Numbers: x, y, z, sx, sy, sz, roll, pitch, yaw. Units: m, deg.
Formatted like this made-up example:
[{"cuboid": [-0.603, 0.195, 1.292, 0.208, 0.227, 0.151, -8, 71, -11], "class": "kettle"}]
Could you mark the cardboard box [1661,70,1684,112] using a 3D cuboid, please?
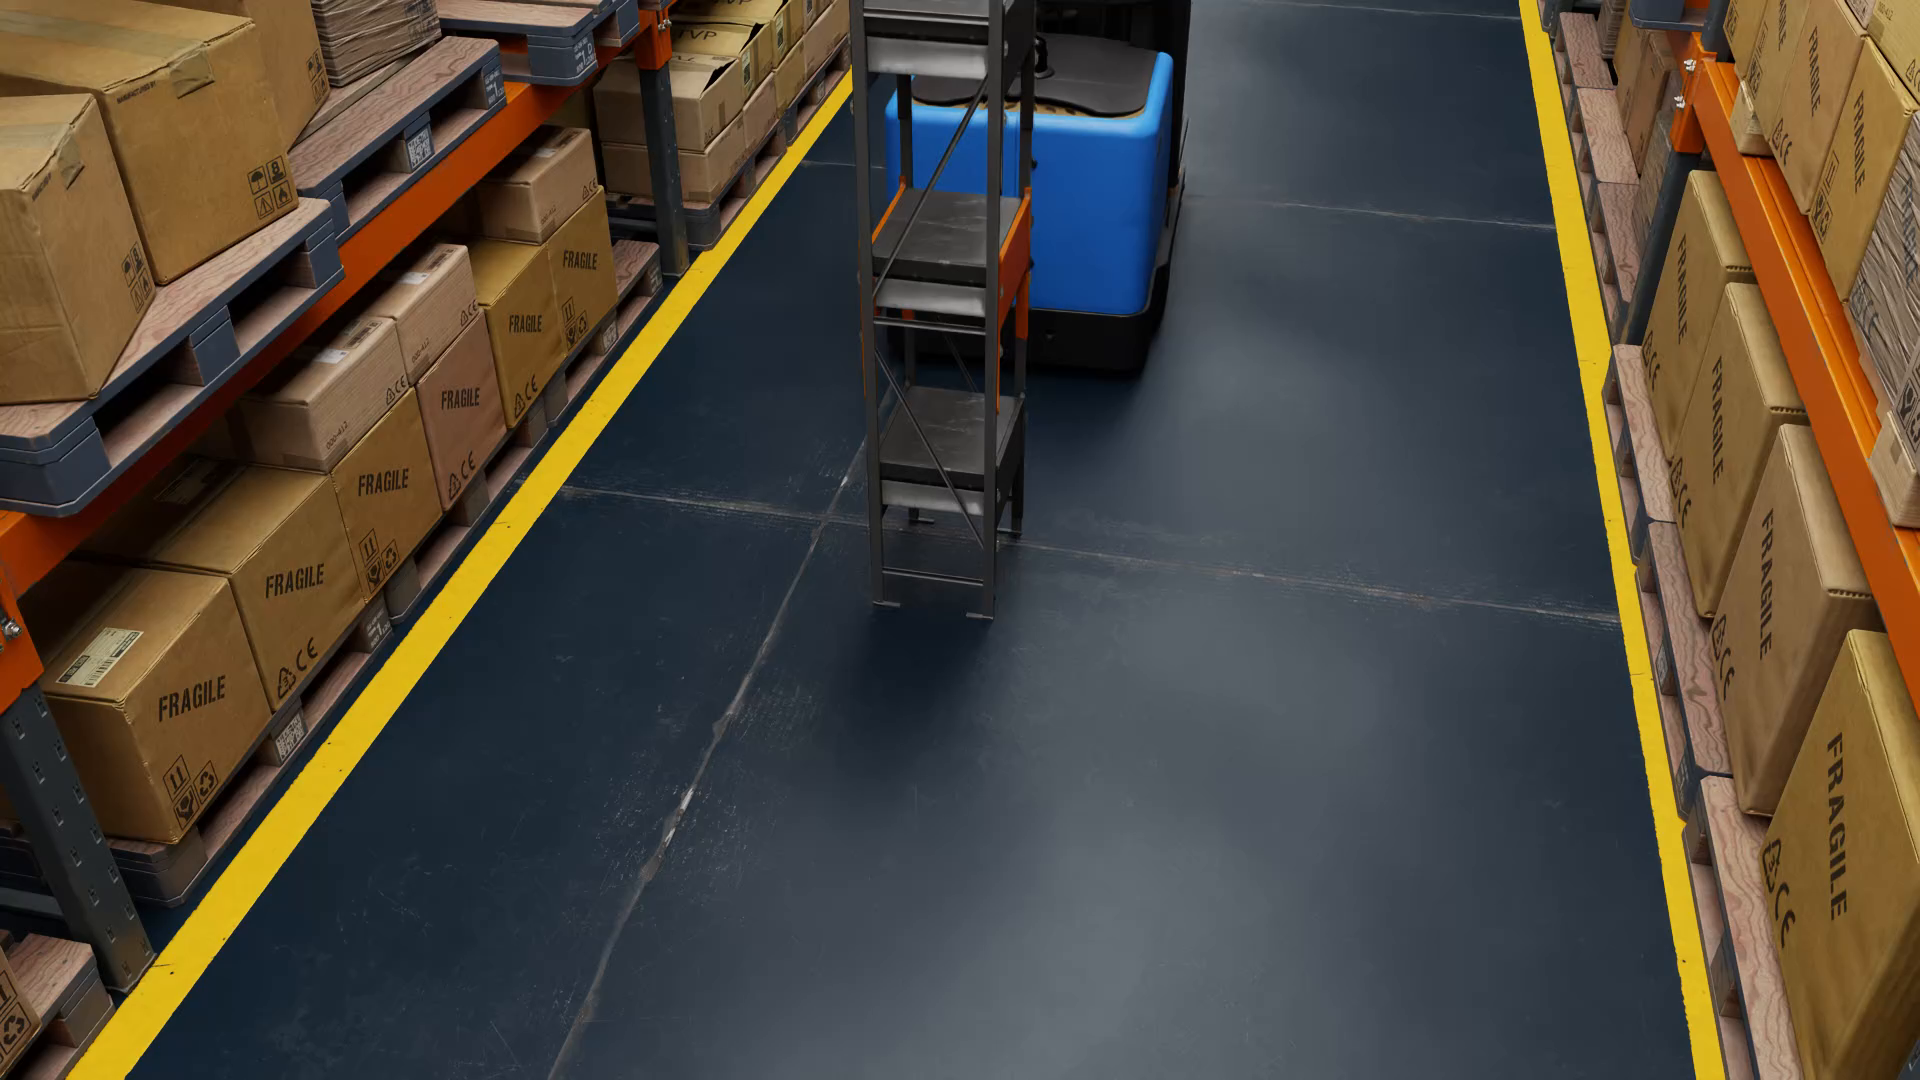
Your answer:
[{"cuboid": [3.460, -1.710, 7.308, 0.700, 0.500, 0.500, 7, 37, 10], "class": "cardboard box"}]

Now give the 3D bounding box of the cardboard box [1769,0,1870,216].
[{"cuboid": [2.552, -1.183, 4.470, 0.500, 0.500, 0.500, 7, 37, 10], "class": "cardboard box"}]

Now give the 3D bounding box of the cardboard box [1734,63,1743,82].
[{"cuboid": [2.837, -1.590, 5.585, 0.380, 0.149, 0.250, 7, 36, 9], "class": "cardboard box"}]

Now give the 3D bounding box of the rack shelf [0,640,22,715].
[{"cuboid": [-2.988, 1.269, 2.056, 1.077, 0.370, 4.000, 7, 37, 10], "class": "rack shelf"}]

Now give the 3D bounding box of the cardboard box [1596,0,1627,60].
[{"cuboid": [3.847, -2.879, 8.921, 0.700, 0.500, 0.500, 9, 37, 12], "class": "cardboard box"}]

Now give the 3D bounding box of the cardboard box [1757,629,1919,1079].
[{"cuboid": [2.291, 0.761, 3.618, 0.750, 0.750, 0.750, 8, 37, 11], "class": "cardboard box"}]

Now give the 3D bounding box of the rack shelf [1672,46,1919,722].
[{"cuboid": [2.706, -0.406, 4.367, 1.077, 0.370, 4.000, 7, 37, 10], "class": "rack shelf"}]

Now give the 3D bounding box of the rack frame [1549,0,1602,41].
[{"cuboid": [3.988, -4.137, 8.902, 1.000, 3.000, 0.127, 7, 37, 10], "class": "rack frame"}]

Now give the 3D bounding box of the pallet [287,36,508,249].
[{"cuboid": [-2.118, -1.269, 5.109, 1.003, 0.211, 1.213, 7, 37, 10], "class": "pallet"}]

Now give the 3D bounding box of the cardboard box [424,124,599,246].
[{"cuboid": [-1.685, -1.334, 6.150, 0.500, 0.250, 0.500, 9, 37, 12], "class": "cardboard box"}]

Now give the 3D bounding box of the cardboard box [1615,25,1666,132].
[{"cuboid": [3.637, -2.289, 8.107, 0.700, 0.500, 0.500, 8, 37, 10], "class": "cardboard box"}]

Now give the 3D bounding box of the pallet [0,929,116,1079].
[{"cuboid": [-2.709, 1.354, 3.703, 1.003, 0.211, 1.213, 7, 37, 10], "class": "pallet"}]

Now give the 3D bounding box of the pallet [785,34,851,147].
[{"cuboid": [-1.230, -2.498, 9.016, 1.003, 0.211, 1.213, 7, 37, 10], "class": "pallet"}]

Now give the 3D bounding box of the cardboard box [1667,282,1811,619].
[{"cuboid": [2.655, -0.237, 4.994, 0.750, 0.750, 0.750, 7, 37, 10], "class": "cardboard box"}]

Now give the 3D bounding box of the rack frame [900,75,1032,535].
[{"cuboid": [0.017, -0.895, 5.196, 0.400, 2.100, 0.015, 7, 37, 10], "class": "rack frame"}]

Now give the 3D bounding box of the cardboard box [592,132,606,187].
[{"cuboid": [-1.833, -1.851, 7.733, 0.500, 0.250, 0.500, 8, 37, 11], "class": "cardboard box"}]

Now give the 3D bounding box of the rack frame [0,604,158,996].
[{"cuboid": [-2.561, -0.169, 3.427, 1.000, 3.000, 0.127, 7, 37, 10], "class": "rack frame"}]

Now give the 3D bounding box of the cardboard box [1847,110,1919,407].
[{"cuboid": [2.346, -0.596, 3.661, 0.500, 0.500, 0.500, 7, 37, 10], "class": "cardboard box"}]

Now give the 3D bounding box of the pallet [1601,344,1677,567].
[{"cuboid": [2.891, -0.272, 5.945, 1.003, 0.211, 1.213, 7, 37, 10], "class": "pallet"}]

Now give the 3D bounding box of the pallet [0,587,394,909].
[{"cuboid": [-2.424, 0.489, 4.896, 1.003, 0.211, 1.213, 7, 37, 10], "class": "pallet"}]

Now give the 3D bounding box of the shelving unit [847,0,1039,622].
[{"cuboid": [-0.035, -0.755, 5.003, 0.431, 2.100, 0.503, 7, 37, 10], "class": "shelving unit"}]

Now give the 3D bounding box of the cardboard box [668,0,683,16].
[{"cuboid": [-1.620, -2.665, 8.378, 0.500, 0.311, 0.500, 7, 37, 10], "class": "cardboard box"}]

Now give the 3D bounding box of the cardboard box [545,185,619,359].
[{"cuboid": [-1.677, -1.063, 6.415, 0.500, 0.500, 0.500, 9, 37, 12], "class": "cardboard box"}]

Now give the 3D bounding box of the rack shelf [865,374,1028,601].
[{"cuboid": [-0.035, -0.177, 5.422, 0.431, 0.518, 0.480, 7, 37, 10], "class": "rack shelf"}]

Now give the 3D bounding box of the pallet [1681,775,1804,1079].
[{"cuboid": [2.370, 1.127, 4.015, 1.003, 0.211, 1.213, 7, 37, 10], "class": "pallet"}]

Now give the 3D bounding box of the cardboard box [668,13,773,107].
[{"cuboid": [-1.204, -2.312, 7.891, 0.500, 0.311, 0.500, 6, 36, 9], "class": "cardboard box"}]

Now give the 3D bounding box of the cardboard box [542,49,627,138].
[{"cuboid": [-1.836, -2.077, 7.567, 0.500, 0.311, 0.500, 8, 37, 11], "class": "cardboard box"}]

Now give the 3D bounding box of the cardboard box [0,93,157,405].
[{"cuboid": [-2.242, -0.623, 3.611, 0.700, 0.500, 0.500, -4, 36, -6], "class": "cardboard box"}]

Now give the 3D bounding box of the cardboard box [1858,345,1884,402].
[{"cuboid": [2.389, -0.409, 3.955, 0.380, 0.149, 0.250, 6, 36, 9], "class": "cardboard box"}]

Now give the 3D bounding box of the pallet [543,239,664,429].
[{"cuboid": [-1.903, -0.910, 6.826, 1.003, 0.211, 1.213, 7, 37, 10], "class": "pallet"}]

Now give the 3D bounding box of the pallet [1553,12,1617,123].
[{"cuboid": [3.823, -2.561, 9.104, 1.003, 0.211, 1.213, 7, 37, 10], "class": "pallet"}]

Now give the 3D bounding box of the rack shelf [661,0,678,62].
[{"cuboid": [-1.280, -3.318, 8.384, 1.077, 0.370, 4.000, 7, 37, 10], "class": "rack shelf"}]

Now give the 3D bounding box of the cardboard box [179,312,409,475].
[{"cuboid": [-2.006, -0.459, 4.943, 0.500, 0.250, 0.500, 7, 37, 10], "class": "cardboard box"}]

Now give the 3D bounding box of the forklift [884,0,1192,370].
[{"cuboid": [0.474, -2.715, 6.999, 1.130, 2.935, 3.031, 6, 36, 8], "class": "forklift"}]

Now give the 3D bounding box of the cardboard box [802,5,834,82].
[{"cuboid": [-0.987, -2.663, 8.854, 0.500, 0.250, 0.500, 8, 37, 11], "class": "cardboard box"}]

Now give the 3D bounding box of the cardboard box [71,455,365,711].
[{"cuboid": [-2.117, 0.111, 4.796, 0.500, 0.500, 0.500, 8, 37, 11], "class": "cardboard box"}]

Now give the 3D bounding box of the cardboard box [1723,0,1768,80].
[{"cuboid": [2.780, -1.766, 5.275, 0.500, 0.500, 0.500, 8, 37, 11], "class": "cardboard box"}]

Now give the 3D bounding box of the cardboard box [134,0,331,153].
[{"cuboid": [-2.244, -1.400, 4.683, 0.700, 0.500, 0.500, -1, 36, -2], "class": "cardboard box"}]

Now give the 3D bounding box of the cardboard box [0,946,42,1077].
[{"cuboid": [-2.406, 1.027, 3.532, 0.500, 0.500, 0.500, 7, 37, 10], "class": "cardboard box"}]

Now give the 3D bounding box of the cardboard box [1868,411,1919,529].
[{"cuboid": [2.204, -0.135, 3.578, 0.380, 0.149, 0.250, 7, 37, 10], "class": "cardboard box"}]

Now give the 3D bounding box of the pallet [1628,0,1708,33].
[{"cuboid": [3.181, -2.188, 6.376, 1.213, 0.211, 1.003, 7, 37, 10], "class": "pallet"}]

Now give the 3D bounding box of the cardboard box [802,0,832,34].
[{"cuboid": [-0.984, -2.899, 8.701, 0.500, 0.311, 0.500, 7, 36, 9], "class": "cardboard box"}]

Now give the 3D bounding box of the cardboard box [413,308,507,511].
[{"cuboid": [-1.894, -0.464, 5.590, 0.500, 0.500, 0.500, 6, 36, 8], "class": "cardboard box"}]

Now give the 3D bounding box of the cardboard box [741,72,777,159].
[{"cuboid": [-1.202, -2.071, 8.036, 0.500, 0.250, 0.500, 6, 36, 9], "class": "cardboard box"}]

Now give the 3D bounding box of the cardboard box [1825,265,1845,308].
[{"cuboid": [2.520, -0.709, 4.370, 0.380, 0.149, 0.250, 8, 37, 10], "class": "cardboard box"}]
